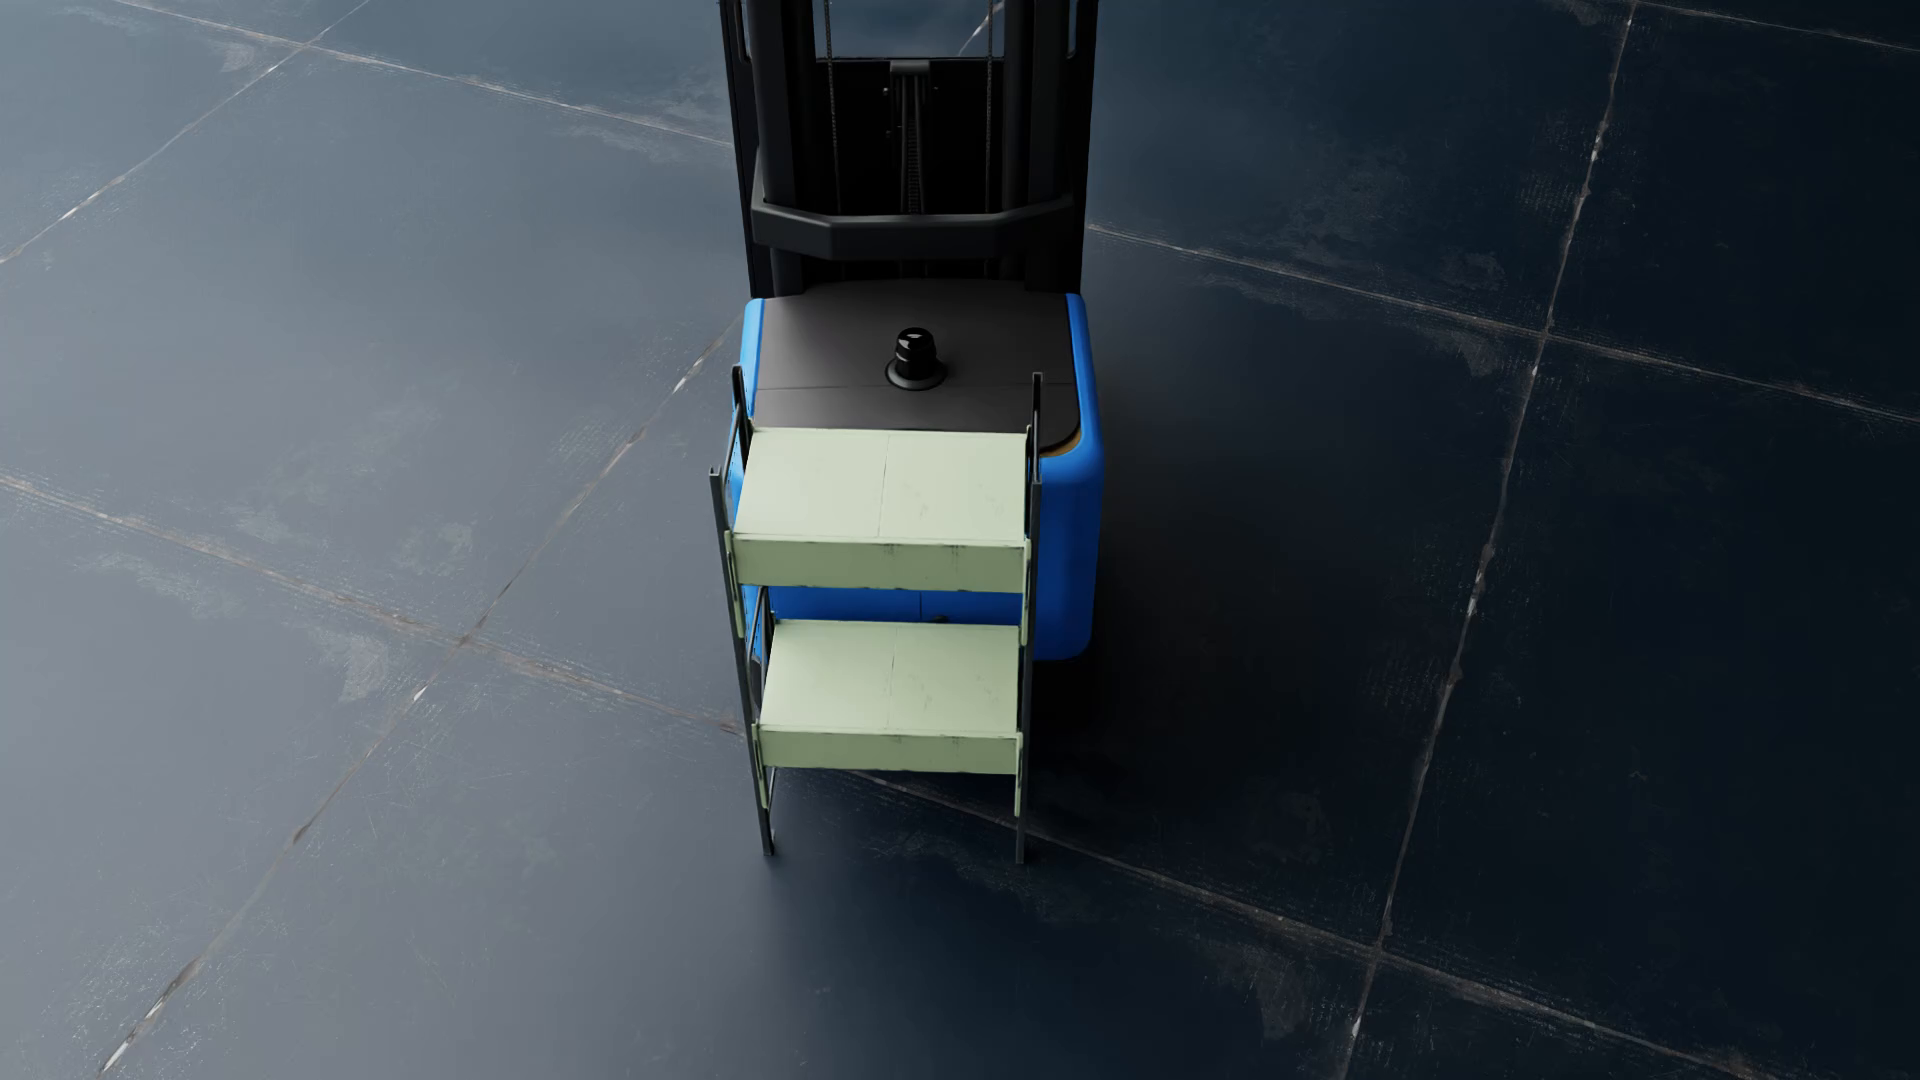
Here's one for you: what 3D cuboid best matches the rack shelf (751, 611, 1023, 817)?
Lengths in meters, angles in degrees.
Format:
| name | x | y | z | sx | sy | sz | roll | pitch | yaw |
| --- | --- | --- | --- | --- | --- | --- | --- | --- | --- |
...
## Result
| name | x | y | z | sx | sy | sz | roll | pitch | yaw |
| --- | --- | --- | --- | --- | --- | --- | --- | --- | --- |
| rack shelf | -0.185 | 0.486 | 4.660 | 0.720 | 0.370 | 0.431 | 2 | 45 | 2 |

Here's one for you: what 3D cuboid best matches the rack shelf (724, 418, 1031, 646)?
| name | x | y | z | sx | sy | sz | roll | pitch | yaw |
| --- | --- | --- | --- | --- | --- | --- | --- | --- | --- |
| rack shelf | -0.185 | -0.022 | 4.155 | 0.720 | 0.370 | 0.431 | 2 | 45 | 2 |

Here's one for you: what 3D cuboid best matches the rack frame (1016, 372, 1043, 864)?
| name | x | y | z | sx | sy | sz | roll | pitch | yaw |
| --- | --- | --- | --- | --- | --- | --- | --- | --- | --- |
| rack frame | 0.181 | 0.265 | 4.420 | 0.023 | 1.500 | 0.400 | 2 | 45 | 2 |

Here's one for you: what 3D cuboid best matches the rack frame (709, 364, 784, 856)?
| name | x | y | z | sx | sy | sz | roll | pitch | yaw |
| --- | --- | --- | --- | --- | --- | --- | --- | --- | --- |
| rack frame | -0.551 | 0.245 | 4.441 | 0.023 | 1.500 | 0.400 | 2 | 45 | 2 |

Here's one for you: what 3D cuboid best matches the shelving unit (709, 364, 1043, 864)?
| name | x | y | z | sx | sy | sz | roll | pitch | yaw |
| --- | --- | --- | --- | --- | --- | --- | --- | --- | --- |
| shelving unit | -0.185 | 0.255 | 4.430 | 0.755 | 1.500 | 0.431 | 2 | 45 | 2 |

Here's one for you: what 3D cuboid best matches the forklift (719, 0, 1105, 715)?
| name | x | y | z | sx | sy | sz | roll | pitch | yaw |
| --- | --- | --- | --- | --- | --- | --- | --- | --- | --- |
| forklift | -0.154 | -1.512 | 5.192 | 1.130 | 2.935 | 3.031 | -1 | 45 | -1 |
